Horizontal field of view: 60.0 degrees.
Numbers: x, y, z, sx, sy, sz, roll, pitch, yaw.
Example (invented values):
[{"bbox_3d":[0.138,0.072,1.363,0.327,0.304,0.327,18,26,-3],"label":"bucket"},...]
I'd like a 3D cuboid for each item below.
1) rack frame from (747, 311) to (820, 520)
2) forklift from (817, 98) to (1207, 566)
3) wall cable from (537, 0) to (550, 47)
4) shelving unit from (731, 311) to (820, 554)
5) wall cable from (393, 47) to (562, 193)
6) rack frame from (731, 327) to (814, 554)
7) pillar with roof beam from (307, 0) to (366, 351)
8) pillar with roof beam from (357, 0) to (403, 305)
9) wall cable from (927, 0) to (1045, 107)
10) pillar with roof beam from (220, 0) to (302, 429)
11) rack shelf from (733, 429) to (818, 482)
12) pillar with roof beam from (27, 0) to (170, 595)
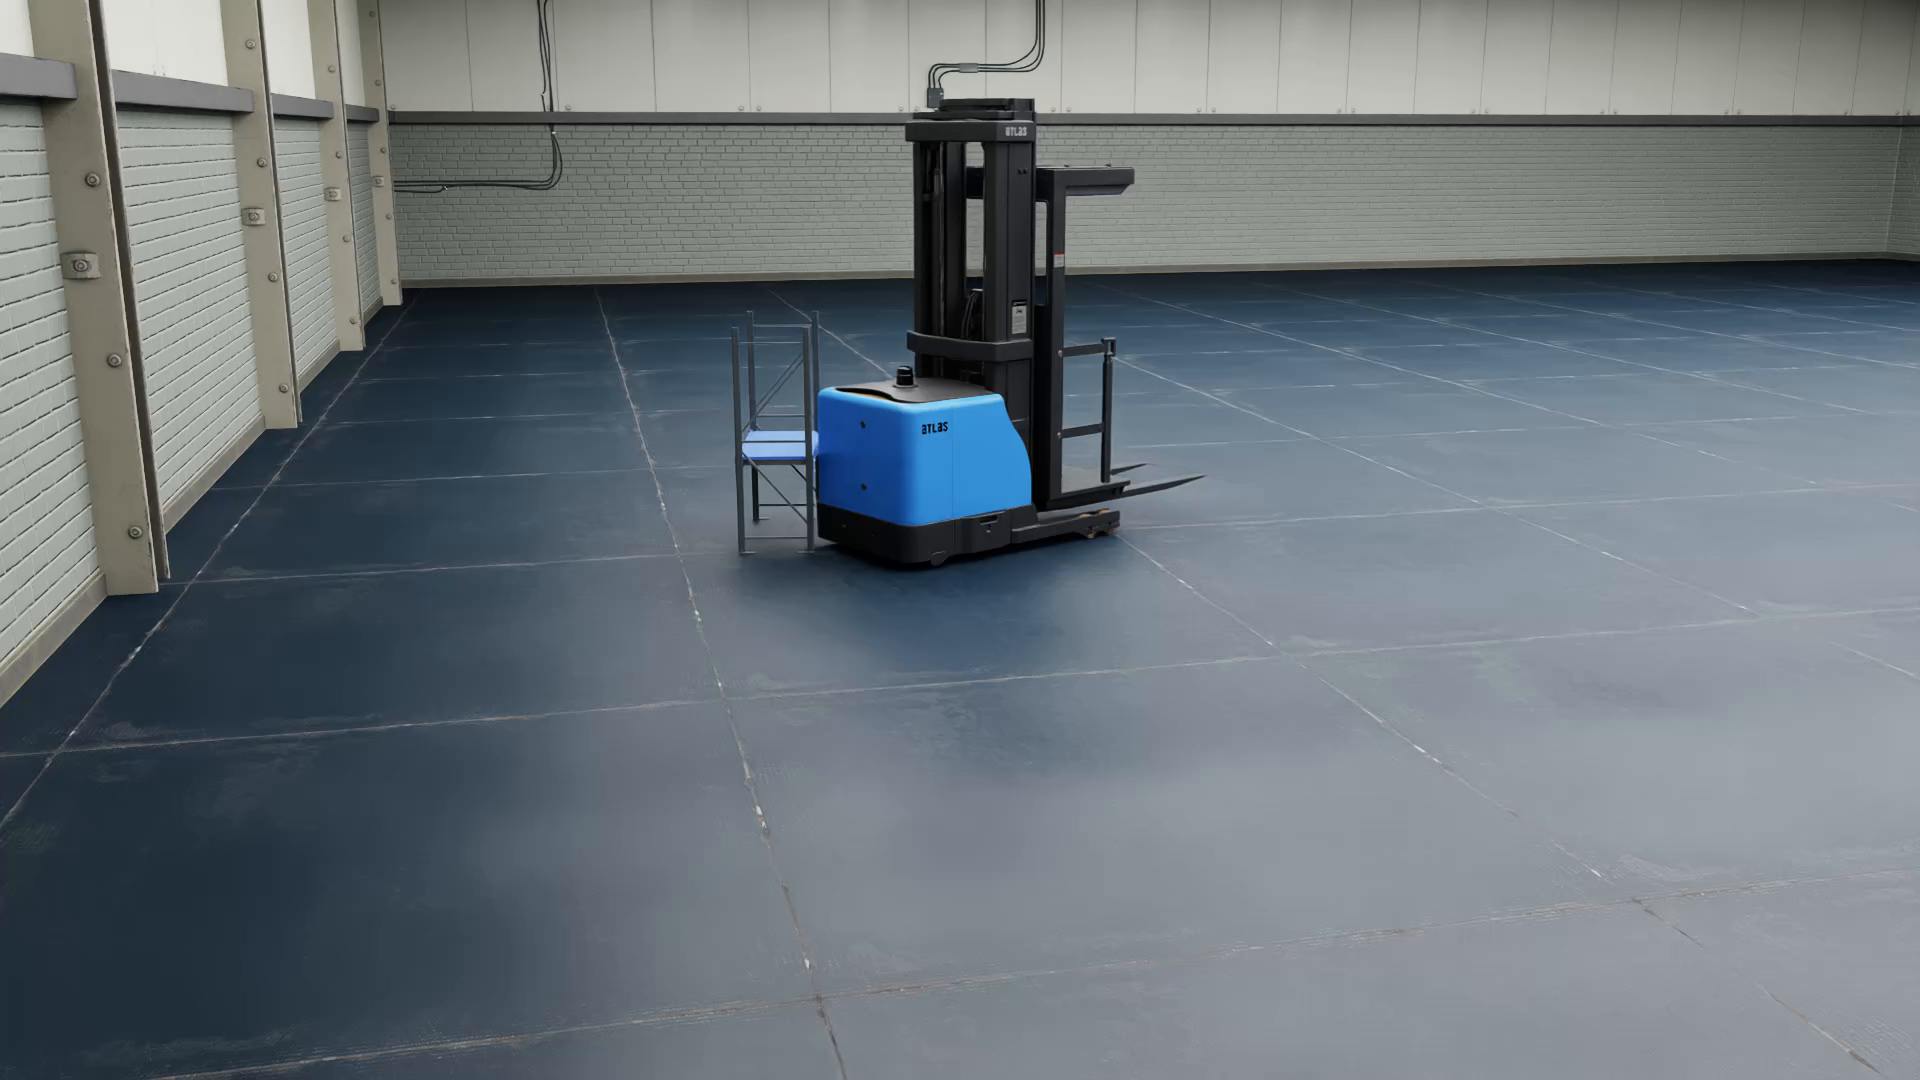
[{"bbox_3d":[-1.249,-0.882,11.876,0.500,1.500,0.032,0,14,-2],"label":"rack frame"},{"bbox_3d":[0.488,-1.525,11.491,3.031,2.935,1.130,-11,18,-39],"label":"forklift"},{"bbox_3d":[-6.090,-10.090,29.667,3.097,2.526,0.112,-3,14,-13],"label":"wall cable"},{"bbox_3d":[-1.235,-0.761,11.382,0.538,1.500,1.048,0,14,-2],"label":"shelving unit"},{"bbox_3d":[-8.719,-7.486,29.649,3.097,2.526,0.112,-3,14,-13],"label":"wall cable"},{"bbox_3d":[-1.221,-0.640,10.889,0.500,1.500,0.032,0,14,-2],"label":"rack frame"},{"bbox_3d":[-3.719,-7.097,21.514,9.100,9.000,0.400,-3,14,-13],"label":"pillar with roof beam"},{"bbox_3d":[-5.128,-8.481,27.180,9.100,9.000,0.400,-3,14,-13],"label":"pillar with roof beam"},{"bbox_3d":[0.512,-11.172,31.028,2.305,6.003,0.169,-3,14,-13],"label":"wall cable"},{"bbox_3d":[-2.310,-5.713,15.848,9.100,9.000,0.400,-3,14,-13],"label":"pillar with roof beam"},{"bbox_3d":[-1.235,-0.586,11.425,0.538,0.185,1.000,0,14,-2],"label":"rack shelf"},{"bbox_3d":[-0.901,-4.328,10.183,9.100,9.000,0.400,-3,14,-13],"label":"pillar with roof beam"}]
